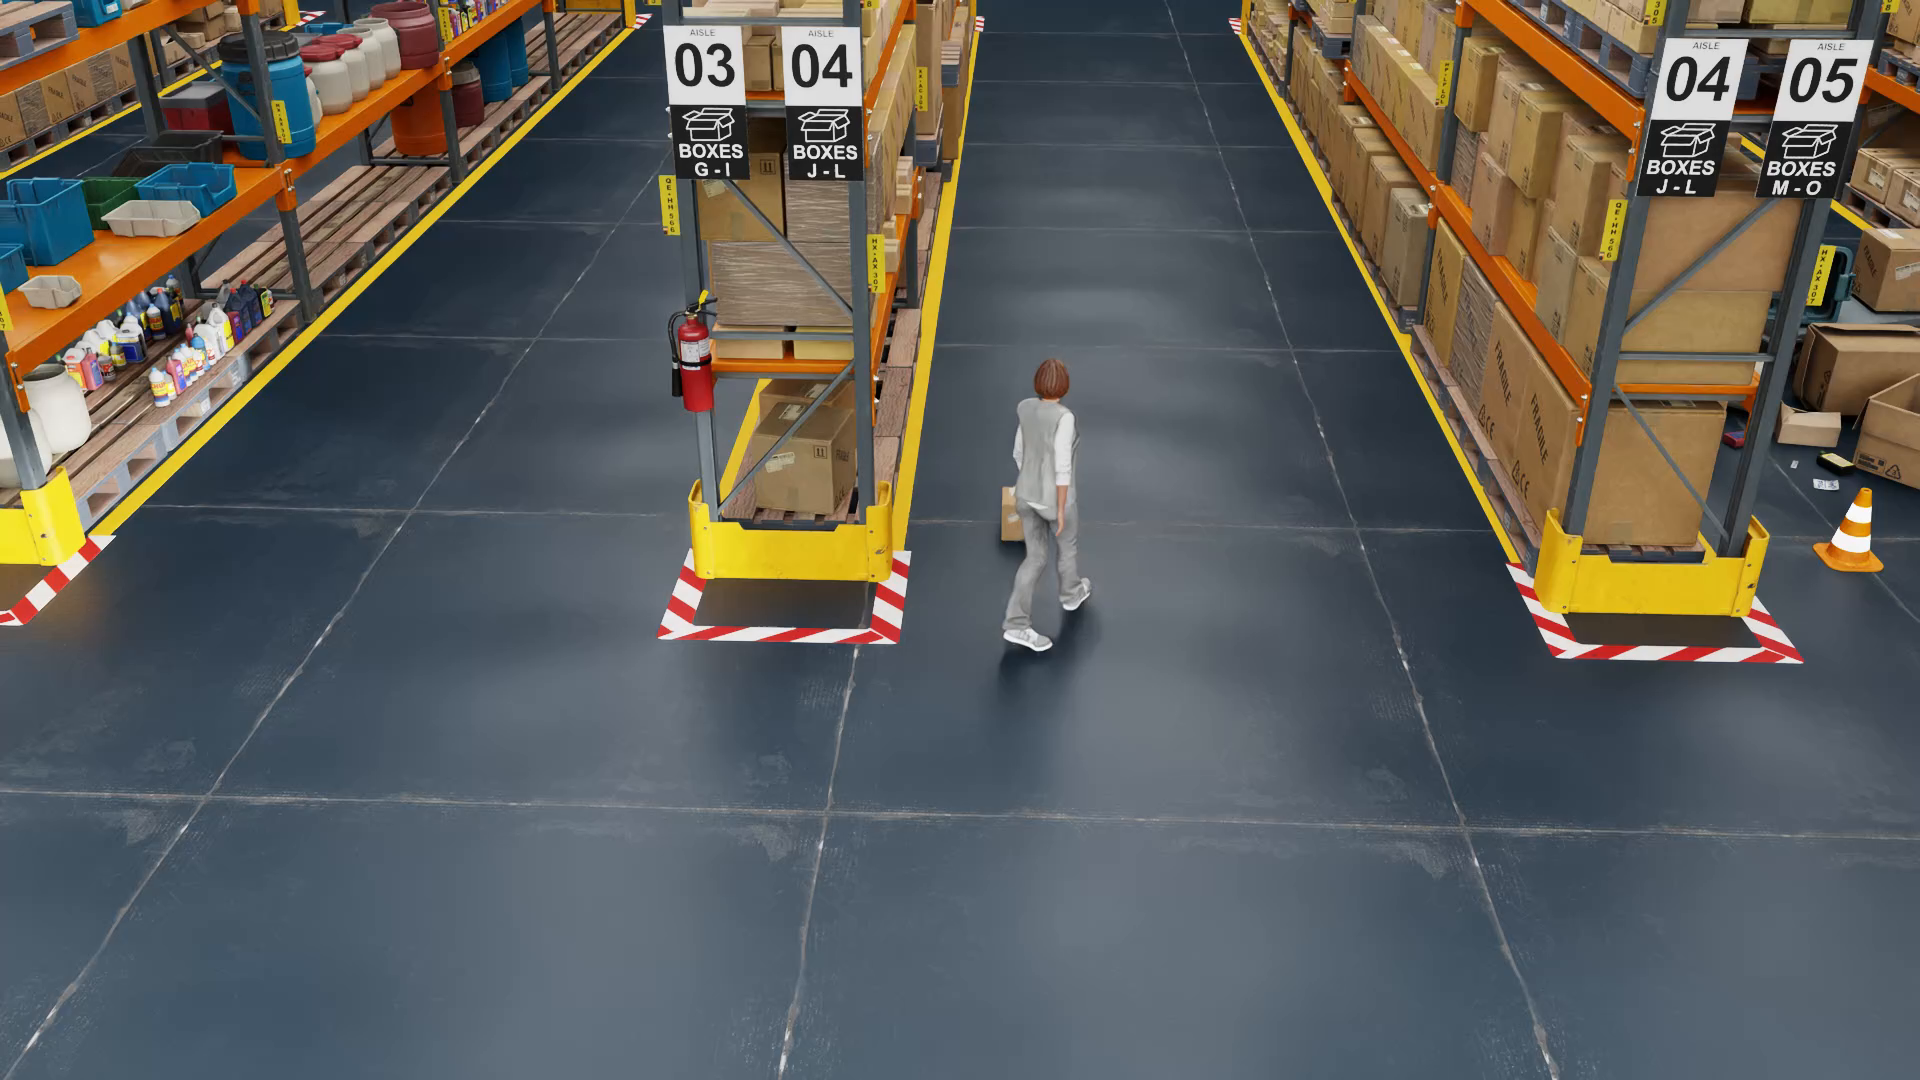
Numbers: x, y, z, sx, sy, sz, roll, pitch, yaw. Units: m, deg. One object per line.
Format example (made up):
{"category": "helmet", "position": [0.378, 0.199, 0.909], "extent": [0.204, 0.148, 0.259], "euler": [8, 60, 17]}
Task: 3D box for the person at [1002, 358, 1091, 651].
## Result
{"category": "person", "position": [0.484, -0.240, 9.089], "extent": [0.491, 1.540, 0.800], "euler": [23, 36, 36]}
